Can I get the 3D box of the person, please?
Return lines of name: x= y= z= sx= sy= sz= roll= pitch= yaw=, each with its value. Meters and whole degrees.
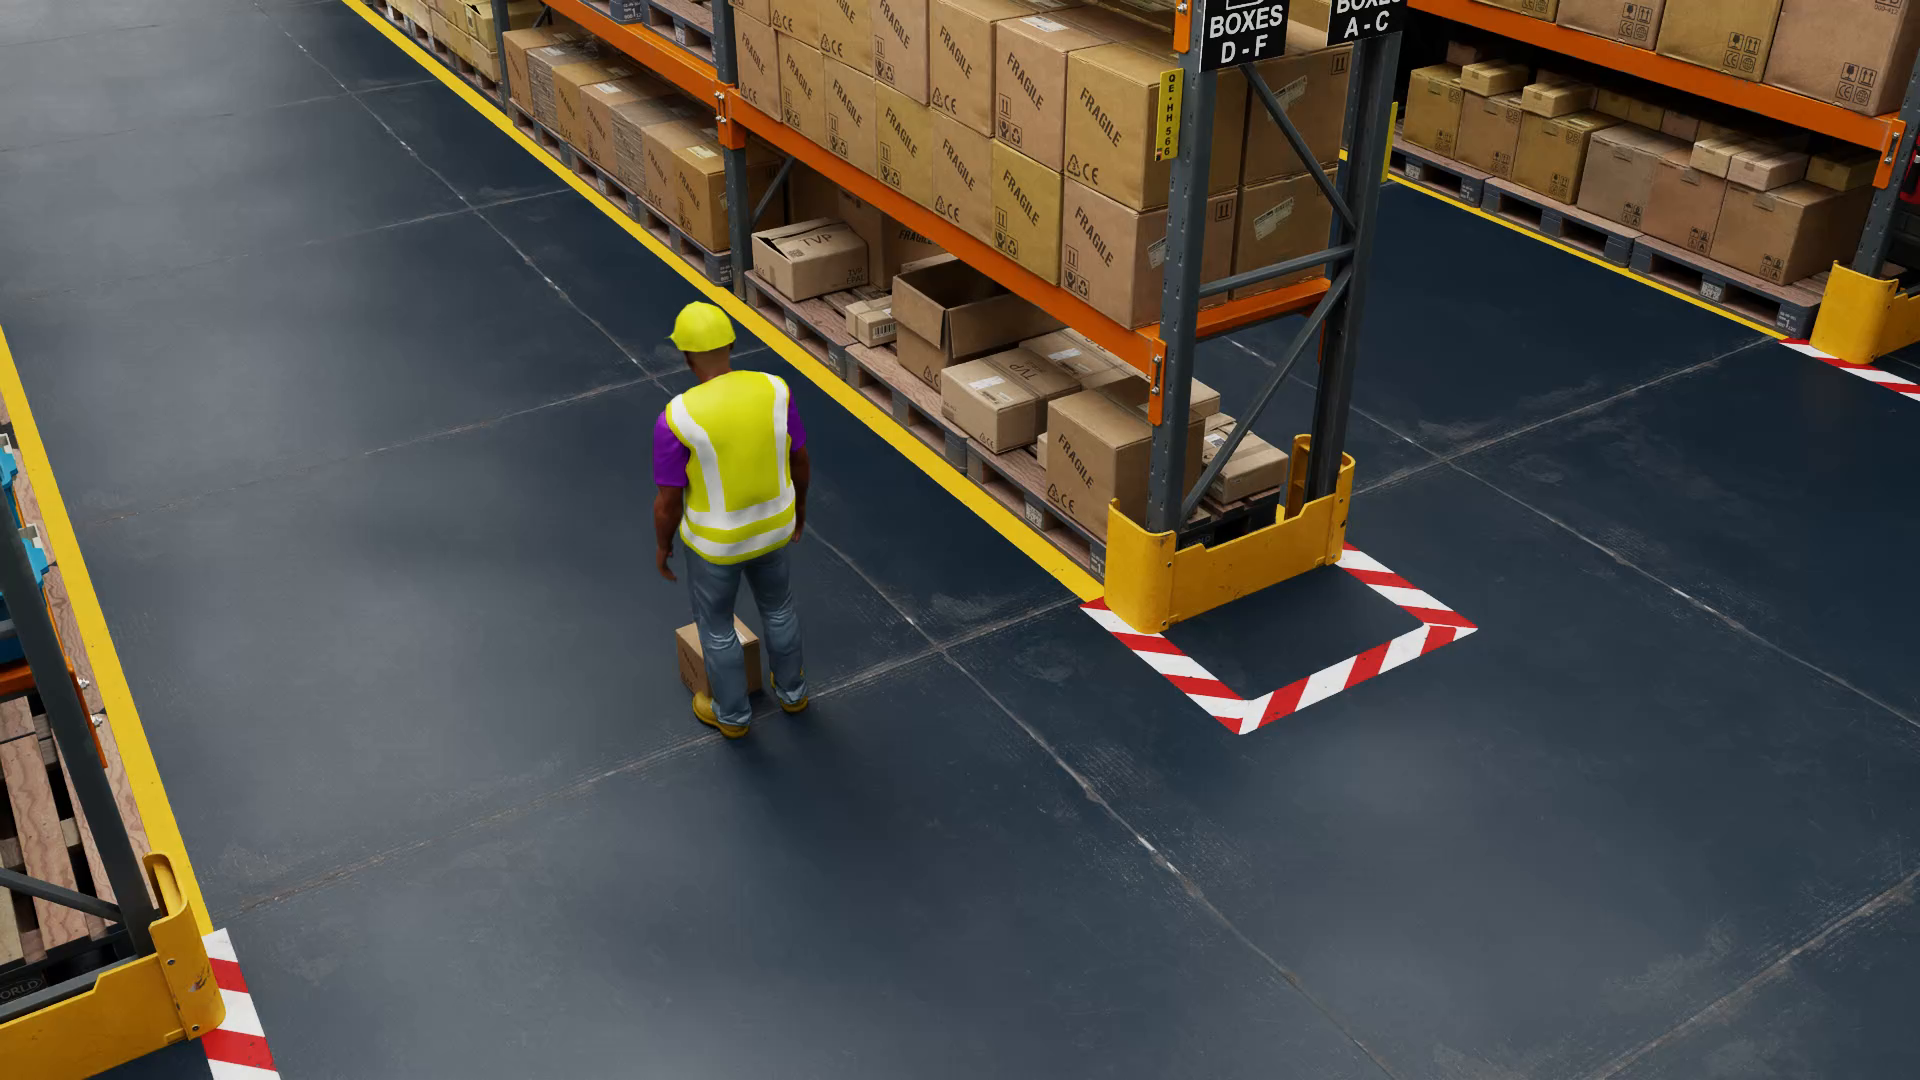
person: x=-0.846 y=-0.055 z=6.207 sx=0.626 sy=1.761 sz=0.458 roll=-19 pitch=37 yaw=-27
